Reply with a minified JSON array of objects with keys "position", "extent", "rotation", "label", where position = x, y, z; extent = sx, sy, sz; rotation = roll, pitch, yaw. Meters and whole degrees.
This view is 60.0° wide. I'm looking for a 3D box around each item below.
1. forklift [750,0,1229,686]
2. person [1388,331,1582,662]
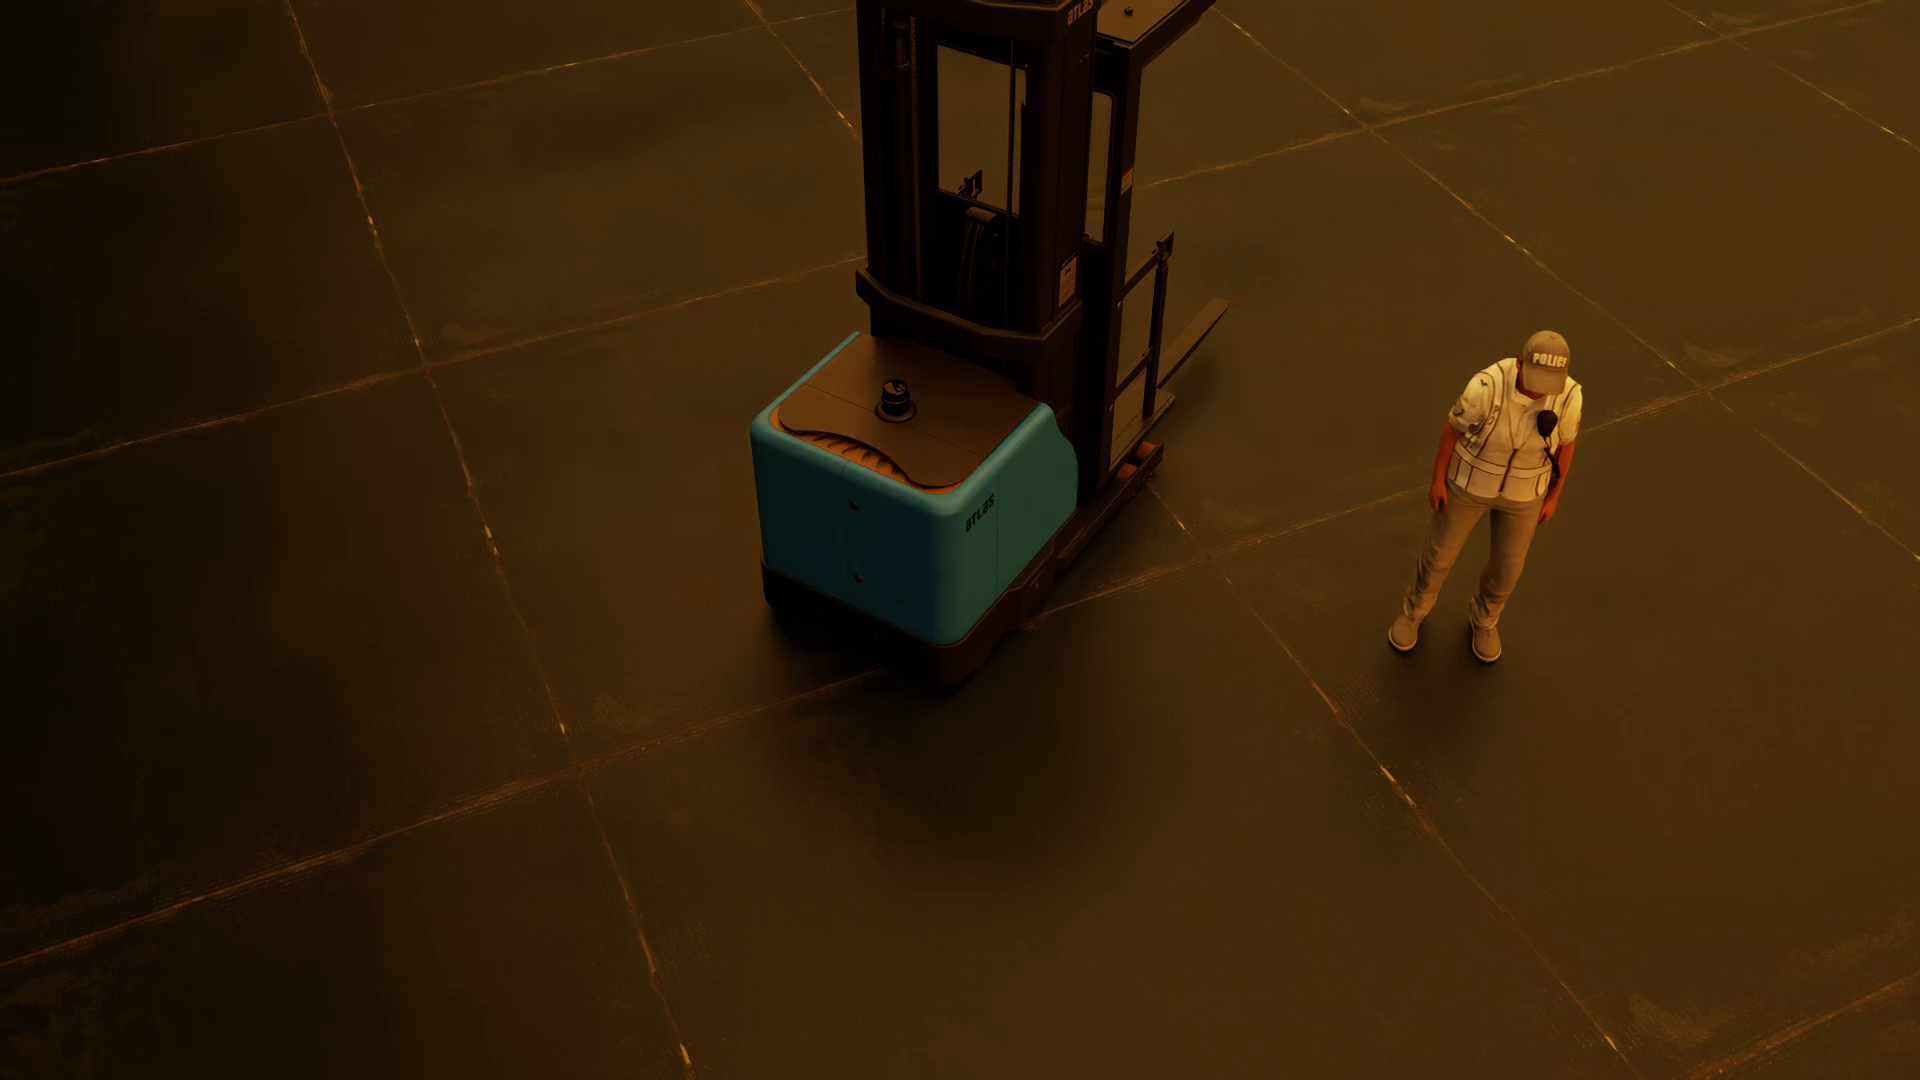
[{"position":[0.339,-1.434,7.217],"extent":[1.130,2.935,3.031],"rotation":[24,48,23],"label":"forklift"},{"position":[2.183,-0.197,6.821],"extent":[0.550,1.664,0.470],"rotation":[8,44,8],"label":"person"}]
